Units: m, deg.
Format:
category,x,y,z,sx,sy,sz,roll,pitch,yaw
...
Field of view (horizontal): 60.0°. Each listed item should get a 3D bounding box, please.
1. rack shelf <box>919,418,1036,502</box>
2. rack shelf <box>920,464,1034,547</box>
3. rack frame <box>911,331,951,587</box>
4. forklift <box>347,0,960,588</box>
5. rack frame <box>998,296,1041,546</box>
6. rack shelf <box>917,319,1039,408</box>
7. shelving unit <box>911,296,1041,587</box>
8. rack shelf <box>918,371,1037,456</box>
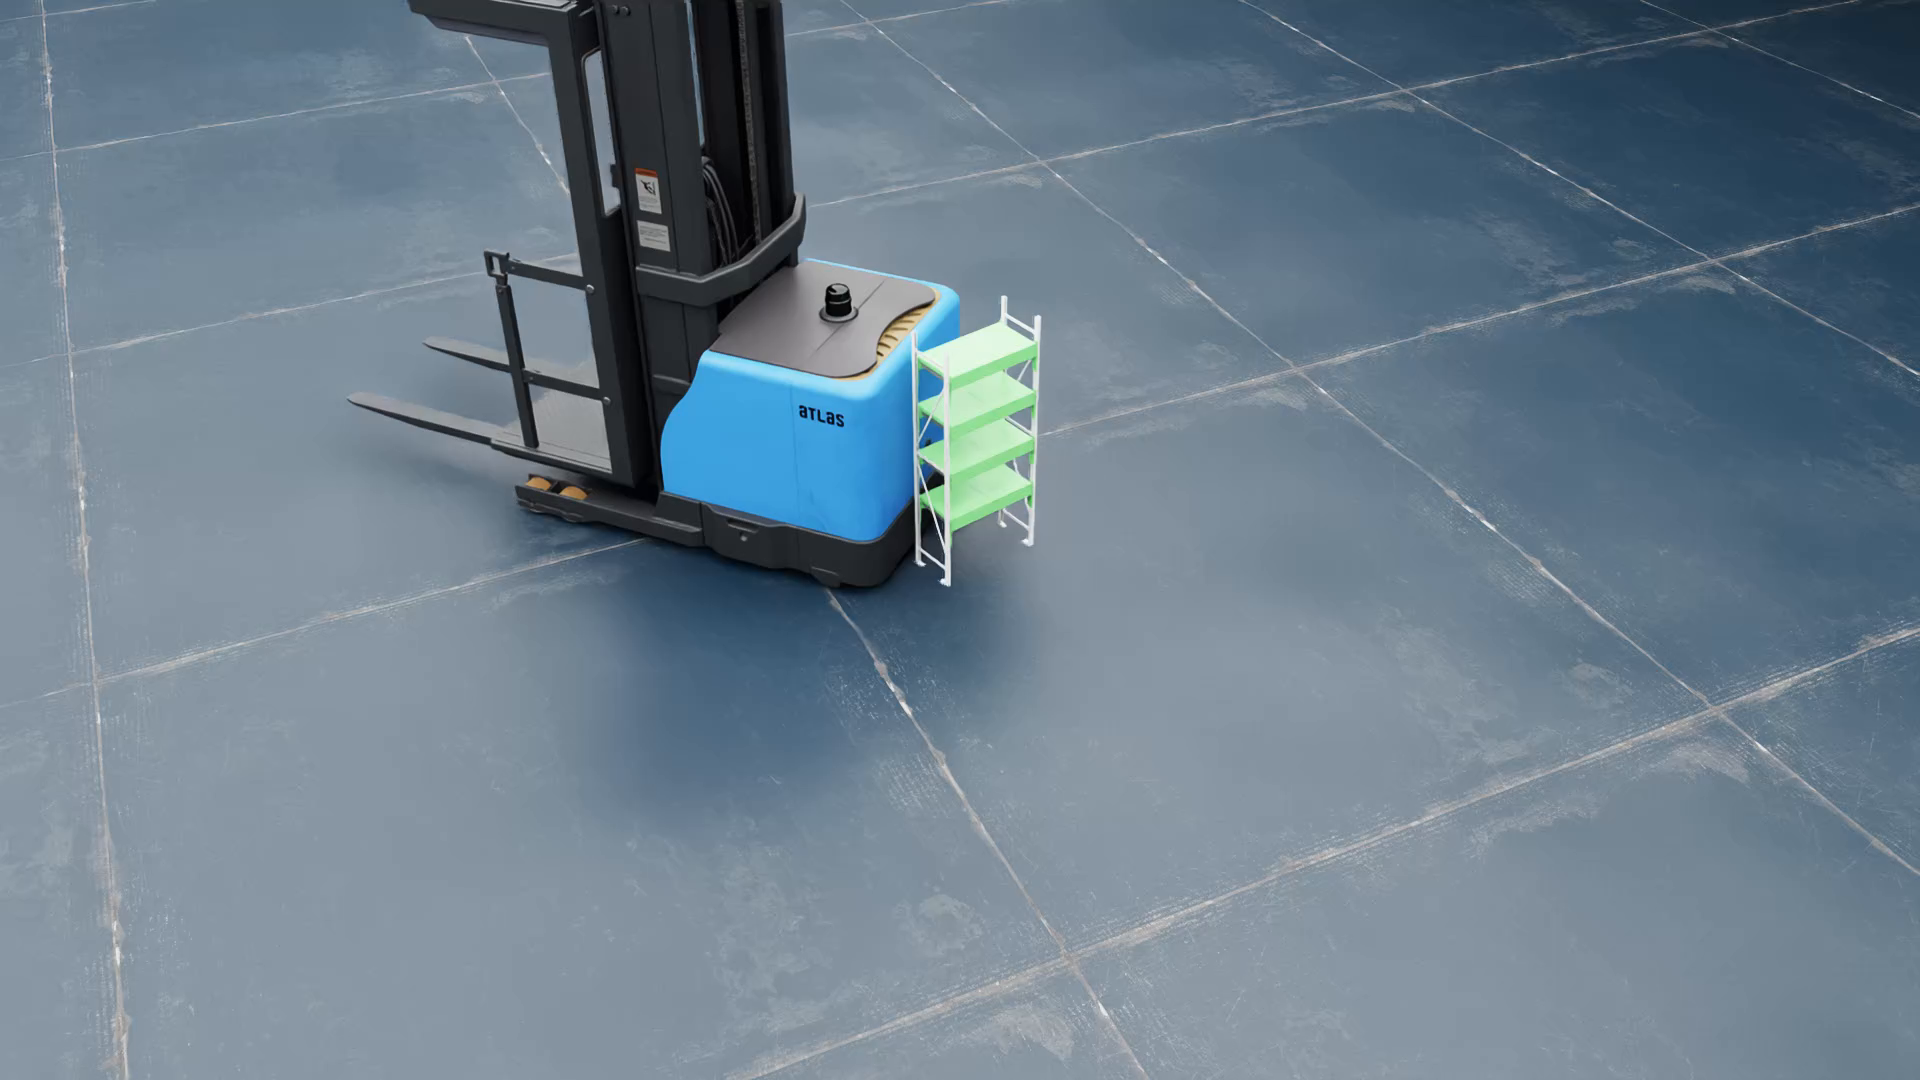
category,x,y,z,sx,sy,sz,roll,pitch,yaw
rack shelf,0.068,-0.369,7.347,0.480,0.148,0.258,-25,43,-30
rack shelf,0.068,-0.176,7.490,0.480,0.148,0.258,-25,43,-30
rack frame,-0.123,-0.330,7.187,0.015,1.200,0.240,-25,43,-30
forklift,-1.553,-1.534,7.358,3.031,2.935,1.130,14,39,18
rack frame,0.259,-0.511,7.431,0.015,1.200,0.240,-25,43,-30
rack shelf,0.068,-0.754,7.061,0.480,0.148,0.258,-25,43,-30
shelving unit,0.068,-0.420,7.309,0.503,1.200,0.258,-25,43,-30
rack shelf,0.068,-0.562,7.204,0.480,0.148,0.258,-25,43,-30
